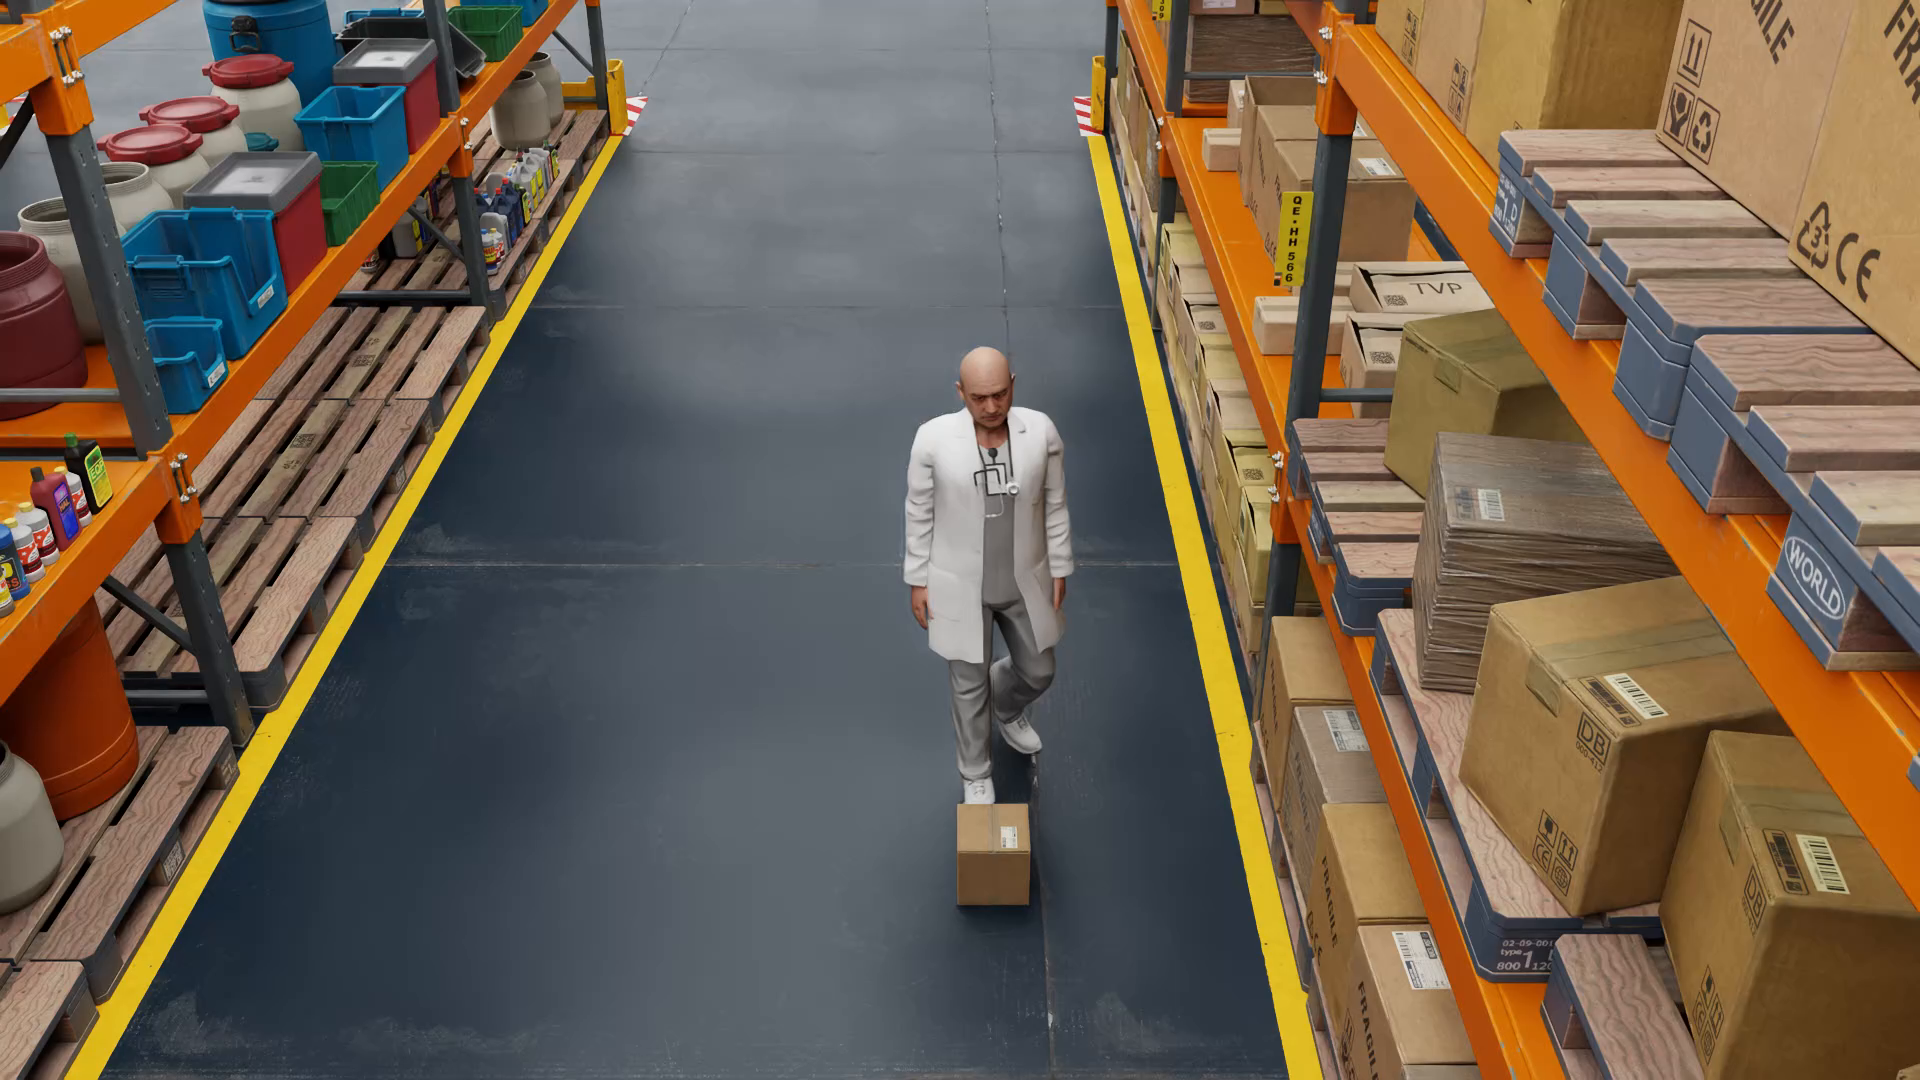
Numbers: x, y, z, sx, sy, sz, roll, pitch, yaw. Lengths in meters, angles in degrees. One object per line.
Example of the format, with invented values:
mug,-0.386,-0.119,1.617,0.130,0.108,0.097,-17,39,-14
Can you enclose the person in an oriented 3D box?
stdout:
person,0.103,0.129,5.905,0.610,1.780,0.670,-6,32,-11
